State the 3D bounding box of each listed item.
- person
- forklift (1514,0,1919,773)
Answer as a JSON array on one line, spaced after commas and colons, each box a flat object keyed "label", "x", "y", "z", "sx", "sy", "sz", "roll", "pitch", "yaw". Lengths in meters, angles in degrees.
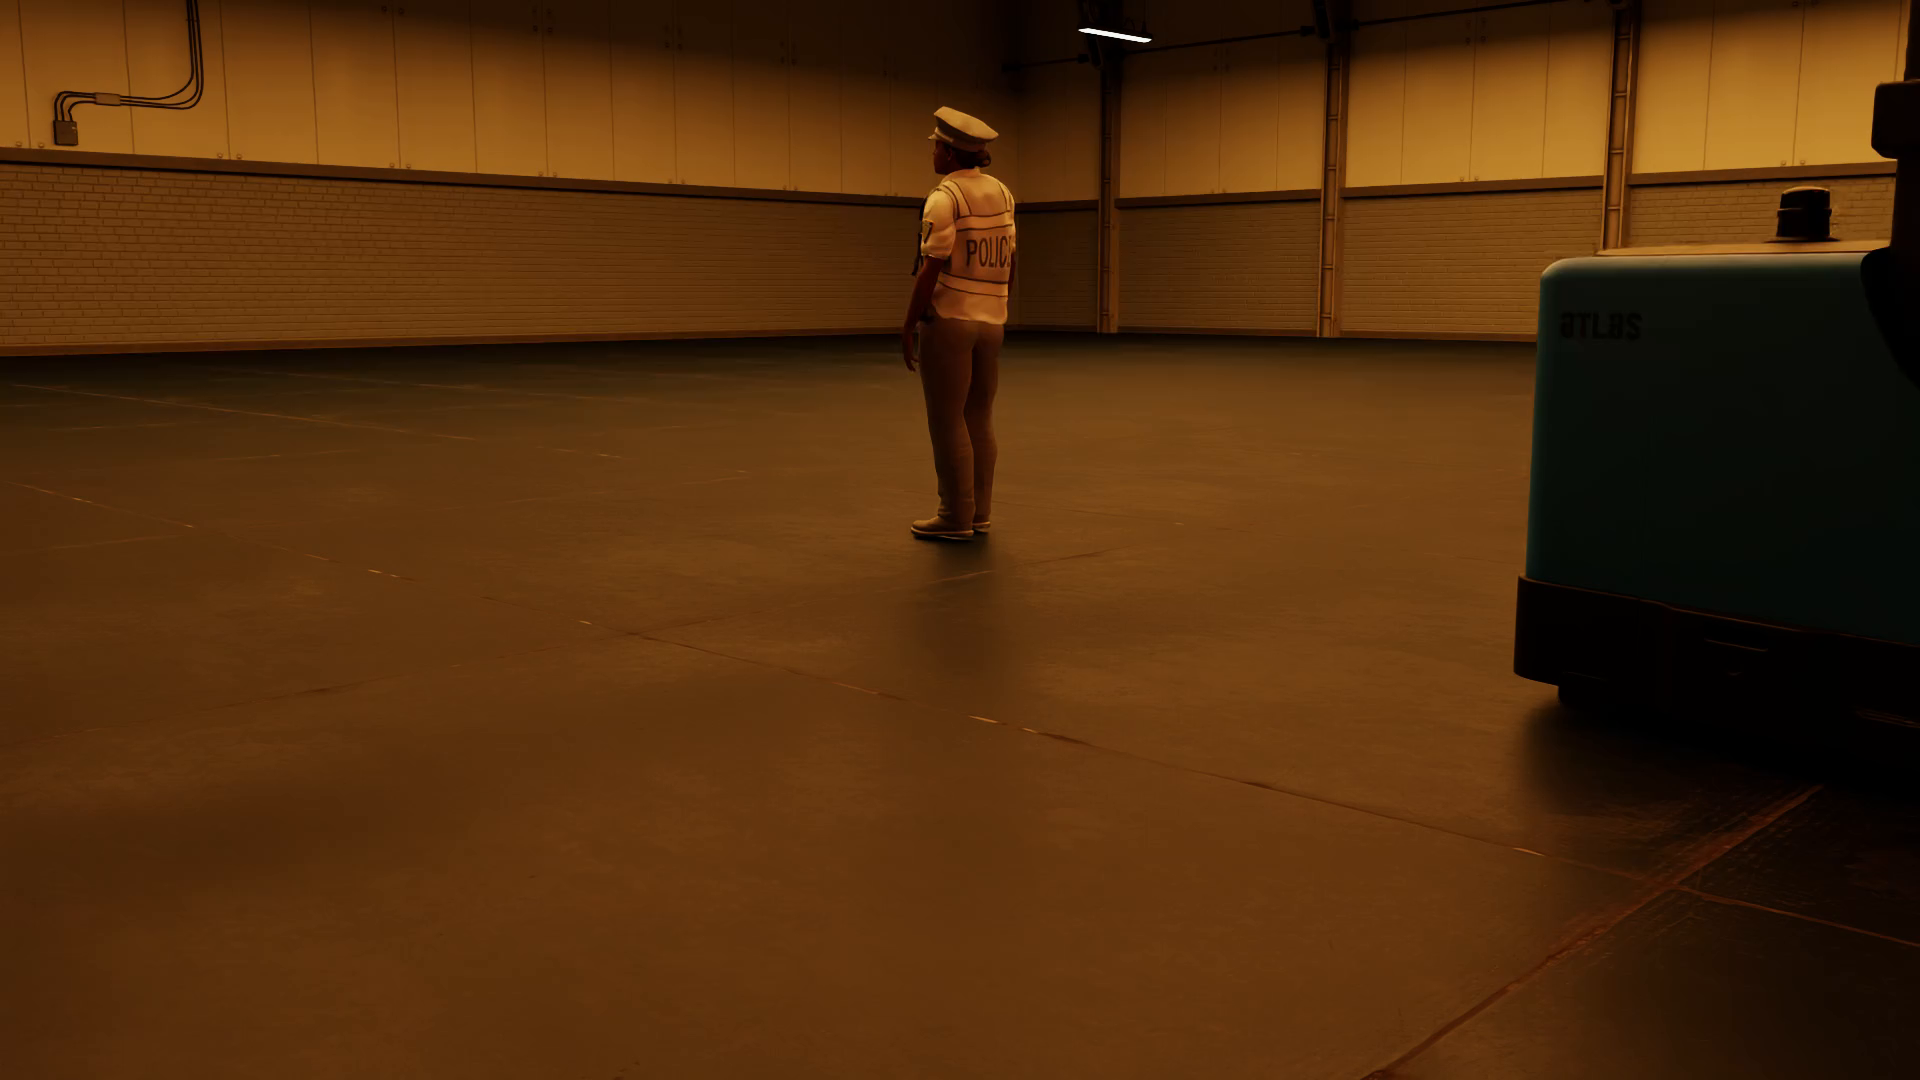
[{"label": "person", "x": -0.040, "y": -0.855, "z": 6.656, "sx": 0.530, "sy": 1.694, "sz": 0.569, "roll": 8, "pitch": 12, "yaw": 43}, {"label": "forklift", "x": 2.597, "y": -0.912, "z": 2.927, "sx": 1.130, "sy": 2.935, "sz": 3.031, "roll": -6, "pitch": 10, "yaw": -34}]
